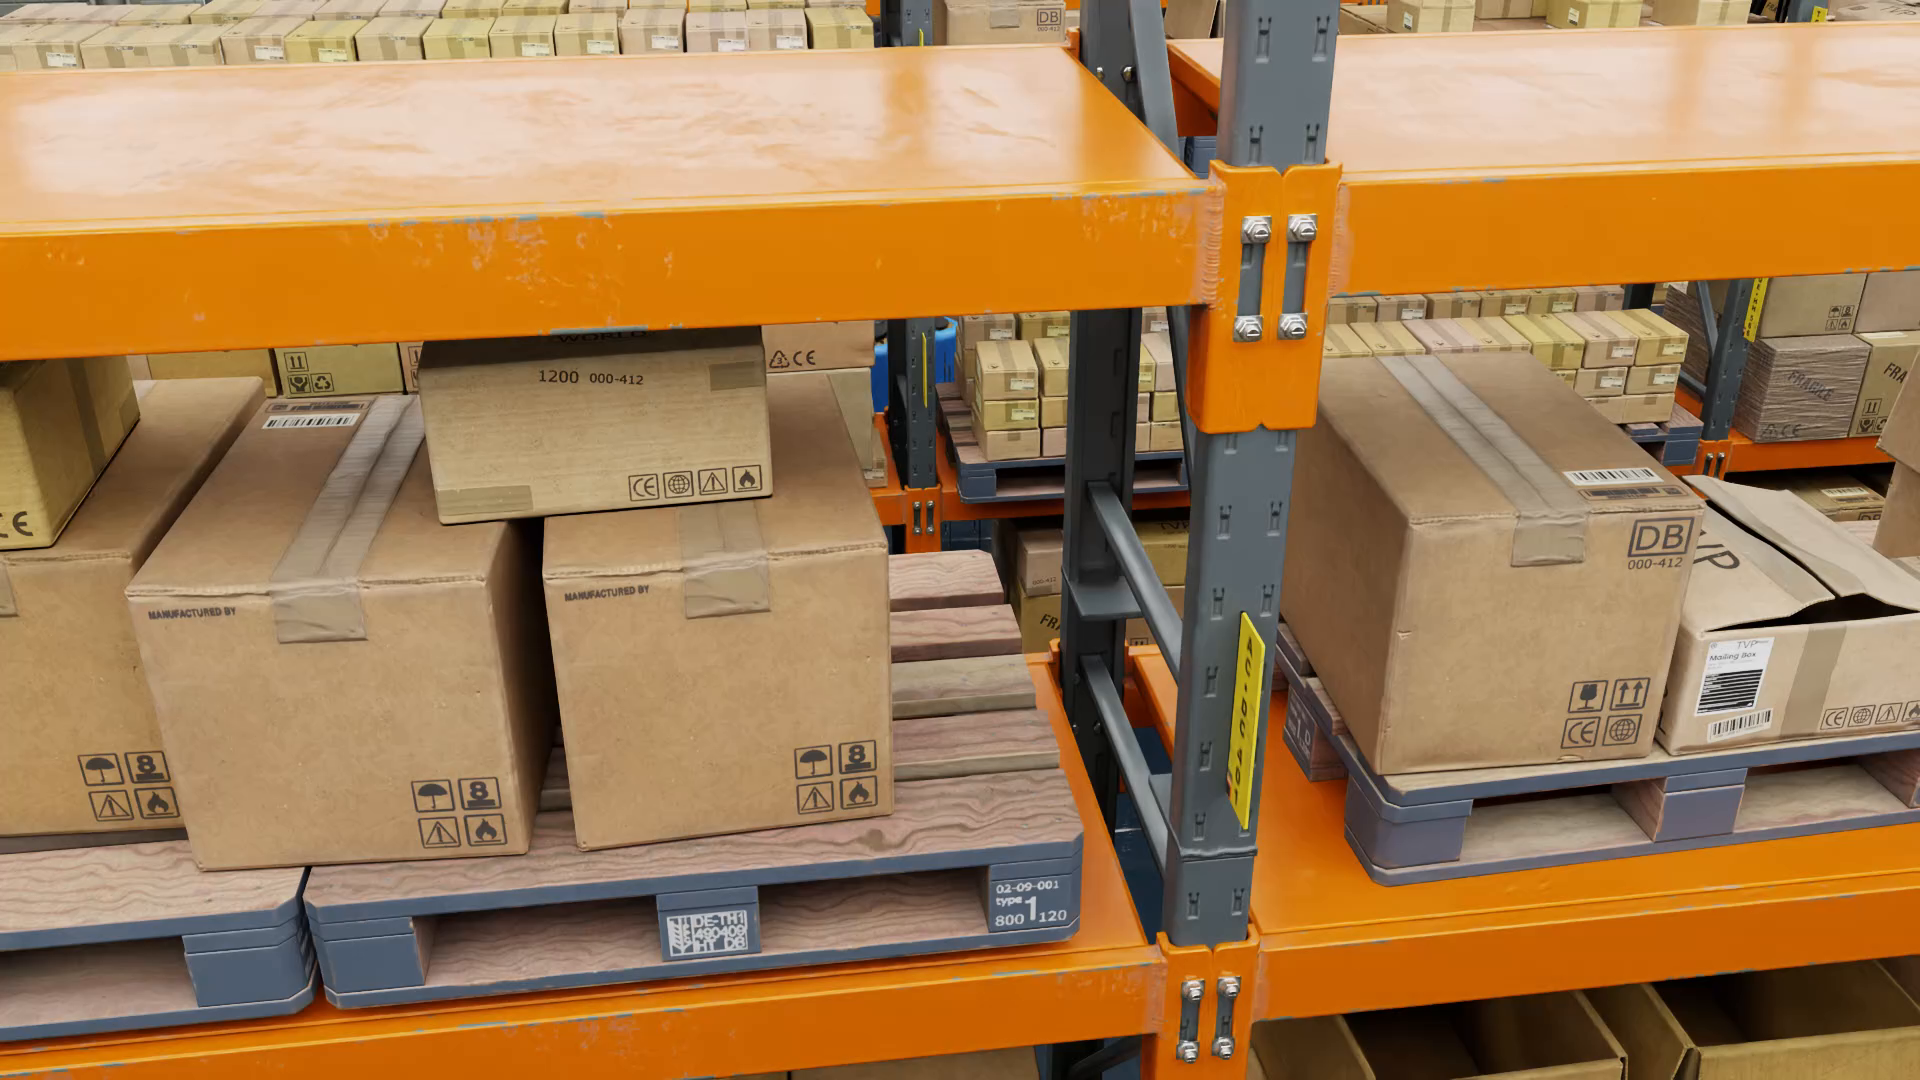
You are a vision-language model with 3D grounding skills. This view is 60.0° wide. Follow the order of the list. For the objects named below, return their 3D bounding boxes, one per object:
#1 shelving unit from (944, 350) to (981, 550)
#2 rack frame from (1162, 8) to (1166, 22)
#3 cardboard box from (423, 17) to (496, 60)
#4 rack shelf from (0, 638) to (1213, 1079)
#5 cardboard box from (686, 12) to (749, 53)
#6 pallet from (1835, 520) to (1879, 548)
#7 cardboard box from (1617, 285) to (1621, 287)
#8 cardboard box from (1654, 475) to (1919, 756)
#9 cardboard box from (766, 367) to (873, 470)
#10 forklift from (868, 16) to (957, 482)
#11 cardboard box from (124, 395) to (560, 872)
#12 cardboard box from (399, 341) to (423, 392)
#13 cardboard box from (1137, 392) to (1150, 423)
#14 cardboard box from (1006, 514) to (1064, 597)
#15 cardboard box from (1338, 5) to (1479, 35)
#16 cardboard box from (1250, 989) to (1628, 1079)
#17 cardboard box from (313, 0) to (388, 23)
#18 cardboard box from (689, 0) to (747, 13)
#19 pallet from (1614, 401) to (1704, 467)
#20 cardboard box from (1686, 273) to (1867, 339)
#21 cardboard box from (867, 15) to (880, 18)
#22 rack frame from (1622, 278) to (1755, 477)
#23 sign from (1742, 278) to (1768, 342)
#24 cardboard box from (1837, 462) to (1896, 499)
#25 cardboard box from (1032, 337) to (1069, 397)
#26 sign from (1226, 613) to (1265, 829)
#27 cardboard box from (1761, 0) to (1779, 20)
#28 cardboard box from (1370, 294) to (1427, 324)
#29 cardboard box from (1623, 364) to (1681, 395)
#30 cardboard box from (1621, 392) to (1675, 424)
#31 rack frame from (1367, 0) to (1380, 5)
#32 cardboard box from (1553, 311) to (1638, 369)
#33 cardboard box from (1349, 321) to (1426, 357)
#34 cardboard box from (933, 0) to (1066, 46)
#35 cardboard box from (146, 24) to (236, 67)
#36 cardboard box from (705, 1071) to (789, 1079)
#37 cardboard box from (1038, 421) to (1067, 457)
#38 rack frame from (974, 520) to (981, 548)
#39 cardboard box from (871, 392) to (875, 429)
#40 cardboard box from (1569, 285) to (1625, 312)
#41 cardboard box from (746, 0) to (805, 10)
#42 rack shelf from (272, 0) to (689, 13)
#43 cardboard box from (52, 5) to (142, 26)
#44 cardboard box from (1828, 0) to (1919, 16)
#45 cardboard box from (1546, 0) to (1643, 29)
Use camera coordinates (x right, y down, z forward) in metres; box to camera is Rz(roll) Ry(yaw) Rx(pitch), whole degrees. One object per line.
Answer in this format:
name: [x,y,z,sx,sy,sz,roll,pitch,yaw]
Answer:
shelving unit: [0.014,-0.535,9.978,0.189,1.200,0.258,-4,27,-7]
rack frame: [2.233,-5.355,17.402,0.127,3.000,1.000,-4,27,-7]
cardboard box: [-2.040,-2.031,6.817,0.250,0.149,0.380,-4,27,-8]
rack shelf: [-1.633,0.735,3.034,4.000,0.370,1.077,-4,27,-7]
cardboard box: [-1.011,-2.094,6.940,0.250,0.149,0.380,-4,27,-7]
pallet: [2.572,0.255,3.388,1.213,0.211,1.003,-2,27,-5]
cardboard box: [4.970,-2.257,13.782,0.625,0.372,0.950,-3,27,-5]
cardboard box: [1.447,0.112,3.098,0.500,0.311,0.500,-5,28,-9]
cardboard box: [-0.683,-0.644,7.785,0.500,0.500,0.500,-4,27,-7]
forklift: [-1.206,-2.124,11.179,1.130,2.935,3.031,-18,32,-31]
cardboard box: [-0.952,0.121,2.763,0.500,0.500,0.700,-2,27,-4]
cardboard box: [-2.202,-0.994,7.371,0.500,0.500,0.500,-5,28,-9]
cardboard box: [0.723,-0.685,7.788,0.250,0.149,0.380,-3,27,-6]
cardboard box: [0.525,0.038,8.347,0.500,0.250,0.500,-5,28,-9]
cardboard box: [2.127,-2.274,8.002,0.500,0.500,0.500,-4,27,-7]
cardboard box: [0.979,1.087,3.637,0.637,0.503,0.797,-4,27,-8]
cardboard box: [-2.643,-2.260,7.264,0.250,0.149,0.380,-3,27,-6]
cardboard box: [-1.080,-2.341,7.421,0.250,0.149,0.380,-4,27,-8]
pallet: [3.027,-0.702,8.542,1.003,0.211,1.213,-4,27,-7]
cardboard box: [4.164,-1.394,8.476,0.500,0.500,0.700,-4,27,-7]
cardboard box: [-0.705,-5.295,16.714,0.500,0.500,0.700,-3,27,-7]
rack frame: [3.718,-0.881,8.680,0.127,3.000,1.000,-4,27,-7]
sign: [3.803,-1.116,7.957,0.005,0.325,0.100,-4,27,-7]
cardboard box: [5.199,-0.122,9.206,0.750,0.750,1.050,-3,27,-6]
cardboard box: [0.486,-0.804,7.694,0.250,0.149,0.380,-3,27,-6]
sign: [0.427,0.274,2.492,0.005,0.325,0.100,-4,27,-7]
cardboard box: [8.682,-5.697,17.958,0.500,0.500,0.500,-4,27,-8]
cardboard box: [2.194,-1.212,8.490,0.250,0.149,0.380,-2,27,-5]
cardboard box: [3.292,-0.851,8.111,0.250,0.149,0.380,-3,27,-6]
cardboard box: [3.293,-0.716,8.176,0.250,0.149,0.380,-3,27,-6]
rack frame: [2.928,-3.112,13.029,0.127,3.000,1.000,-4,27,-7]
cardboard box: [3.047,-0.967,8.012,0.250,0.149,0.380,-4,27,-8]
cardboard box: [2.016,-0.901,7.883,0.250,0.149,0.380,-2,27,-5]
cardboard box: [0.147,-2.166,7.331,0.500,0.500,0.700,-4,27,-7]
cardboard box: [-3.077,-1.964,6.687,0.250,0.149,0.380,-3,27,-6]
cardboard box: [-0.567,1.403,3.246,0.500,0.500,0.500,-3,27,-7]
cardboard box: [0.485,-0.539,7.829,0.250,0.149,0.380,-3,27,-6]
rack frame: [0.105,-0.541,9.989,0.006,1.200,0.240,-4,27,-7]
cardboard box: [-0.569,-0.644,8.495,0.250,0.149,0.380,-3,27,-5]
cardboard box: [3.229,-1.278,8.619,0.250,0.149,0.380,-4,27,-7]
cardboard box: [-0.839,-2.382,7.502,0.250,0.149,0.380,-5,28,-9]
rack shelf: [-3.013,-3.745,11.765,4.000,0.370,1.077,-4,27,-7]
cardboard box: [-3.661,-2.174,7.096,0.250,0.149,0.380,-3,27,-6]
cardboard box: [4.711,-2.609,8.291,0.500,0.311,0.500,-4,27,-7]
cardboard box: [2.848,-2.418,7.442,0.258,0.266,0.396,-4,27,-7]
